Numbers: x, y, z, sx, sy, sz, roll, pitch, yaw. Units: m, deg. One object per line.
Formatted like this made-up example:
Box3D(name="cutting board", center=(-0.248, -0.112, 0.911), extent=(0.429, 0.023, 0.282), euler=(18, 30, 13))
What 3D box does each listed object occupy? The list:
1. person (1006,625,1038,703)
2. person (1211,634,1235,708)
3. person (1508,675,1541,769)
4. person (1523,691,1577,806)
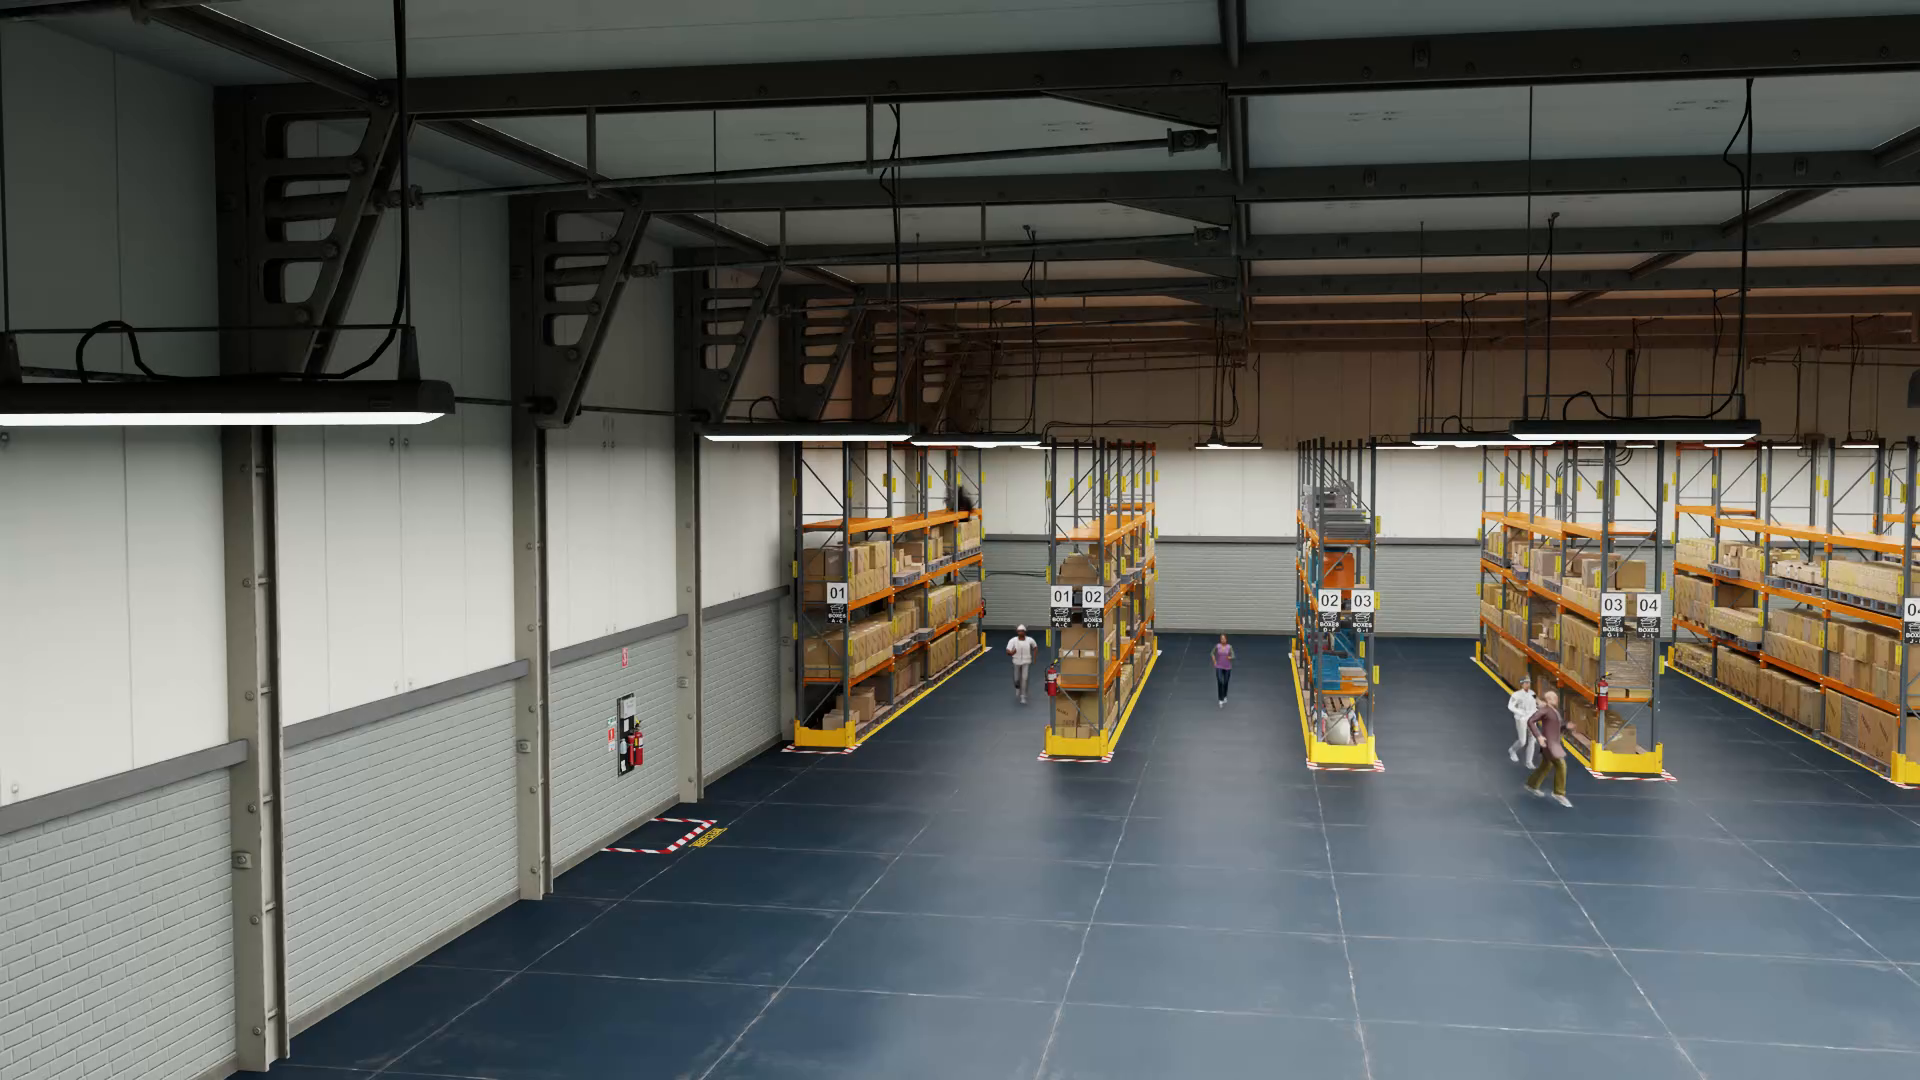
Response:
Box3D(name="person", center=(1.411, 2.816, 38.032), extent=(0.712, 1.742, 0.961), euler=(0, 3, 5))
Box3D(name="person", center=(5.942, 2.932, 37.525), extent=(0.522, 1.636, 0.690), euler=(0, 3, 5))
Box3D(name="person", center=(10.267, 3.284, 30.255), extent=(0.641, 1.677, 0.700), euler=(-1, 3, -15))
Box3D(name="person", center=(9.632, 3.392, 27.178), extent=(0.863, 1.849, 0.676), euler=(2, 4, 36))
